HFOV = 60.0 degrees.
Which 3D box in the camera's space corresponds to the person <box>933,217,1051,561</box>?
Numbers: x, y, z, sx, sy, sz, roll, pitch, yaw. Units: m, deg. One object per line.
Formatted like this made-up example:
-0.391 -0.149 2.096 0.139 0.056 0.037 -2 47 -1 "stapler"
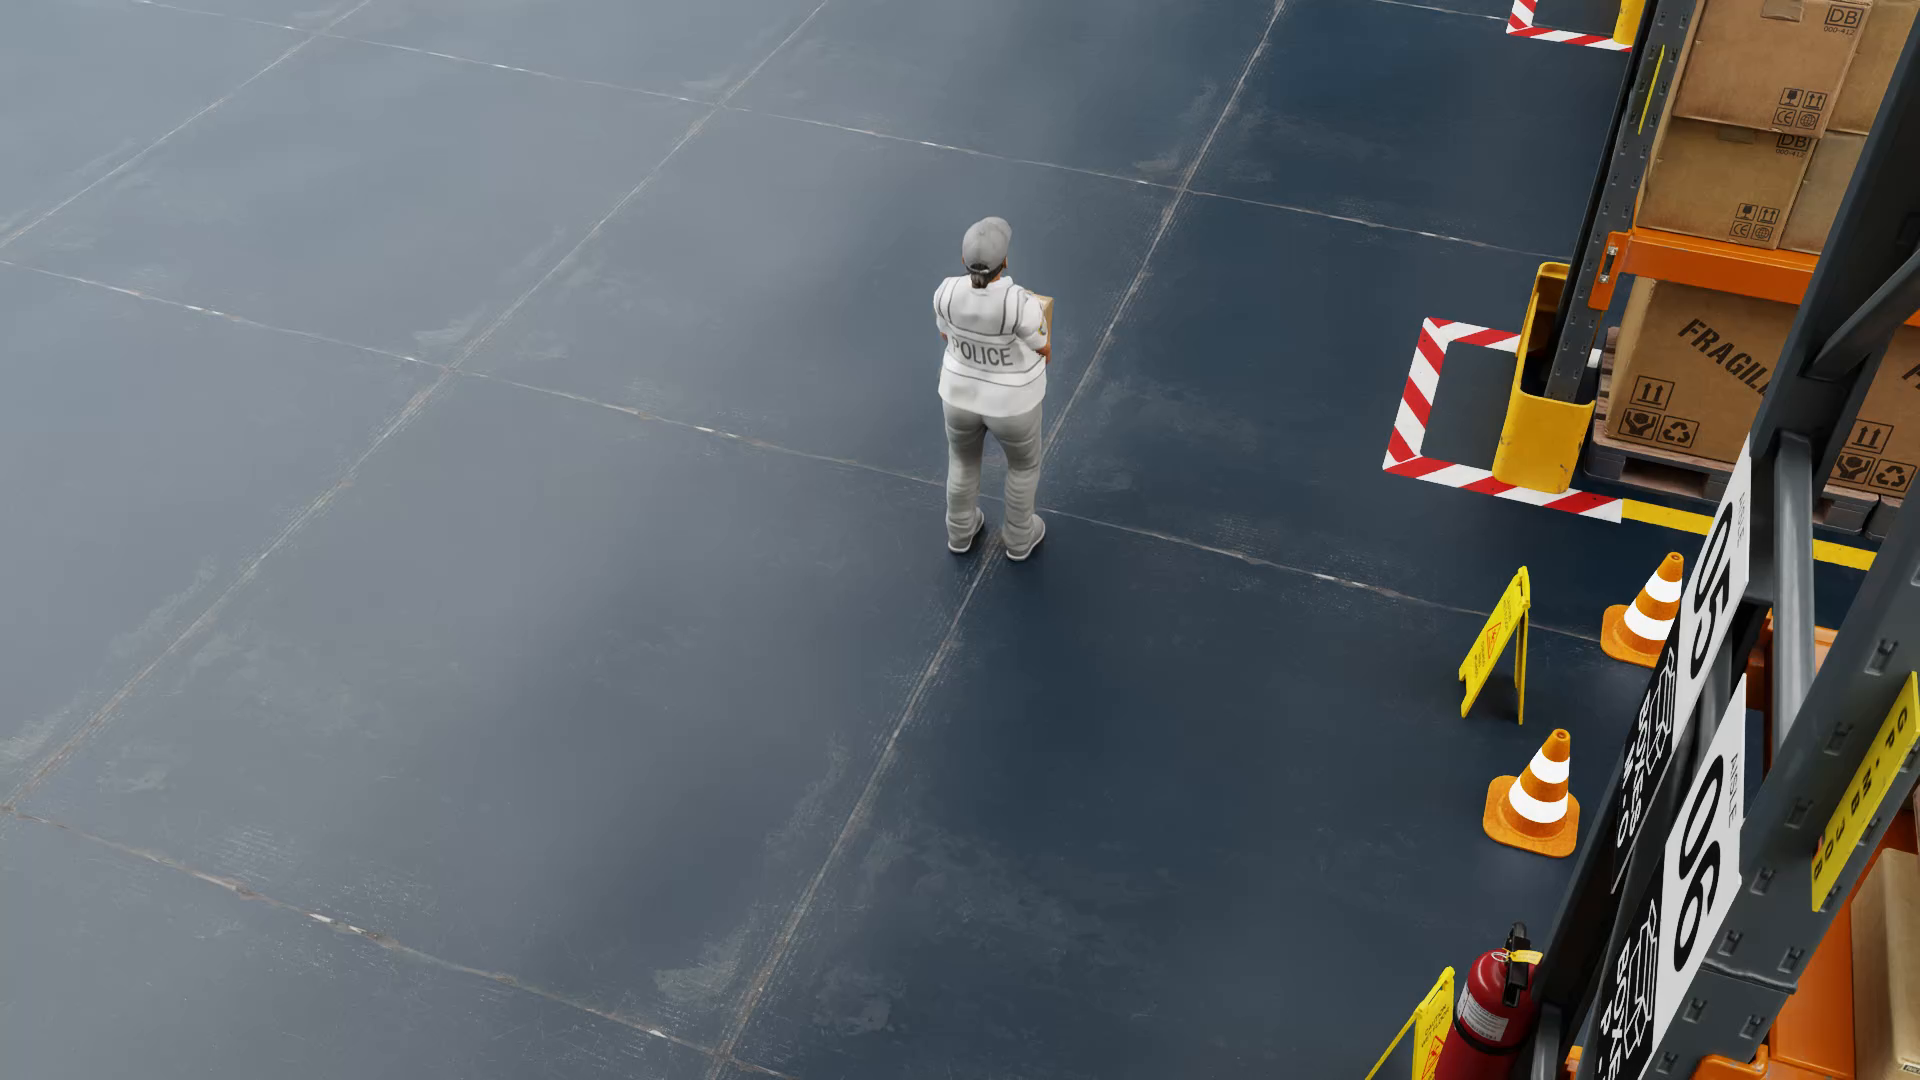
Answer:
0.150 -0.635 6.870 0.456 1.660 0.535 14 44 15 "person"
